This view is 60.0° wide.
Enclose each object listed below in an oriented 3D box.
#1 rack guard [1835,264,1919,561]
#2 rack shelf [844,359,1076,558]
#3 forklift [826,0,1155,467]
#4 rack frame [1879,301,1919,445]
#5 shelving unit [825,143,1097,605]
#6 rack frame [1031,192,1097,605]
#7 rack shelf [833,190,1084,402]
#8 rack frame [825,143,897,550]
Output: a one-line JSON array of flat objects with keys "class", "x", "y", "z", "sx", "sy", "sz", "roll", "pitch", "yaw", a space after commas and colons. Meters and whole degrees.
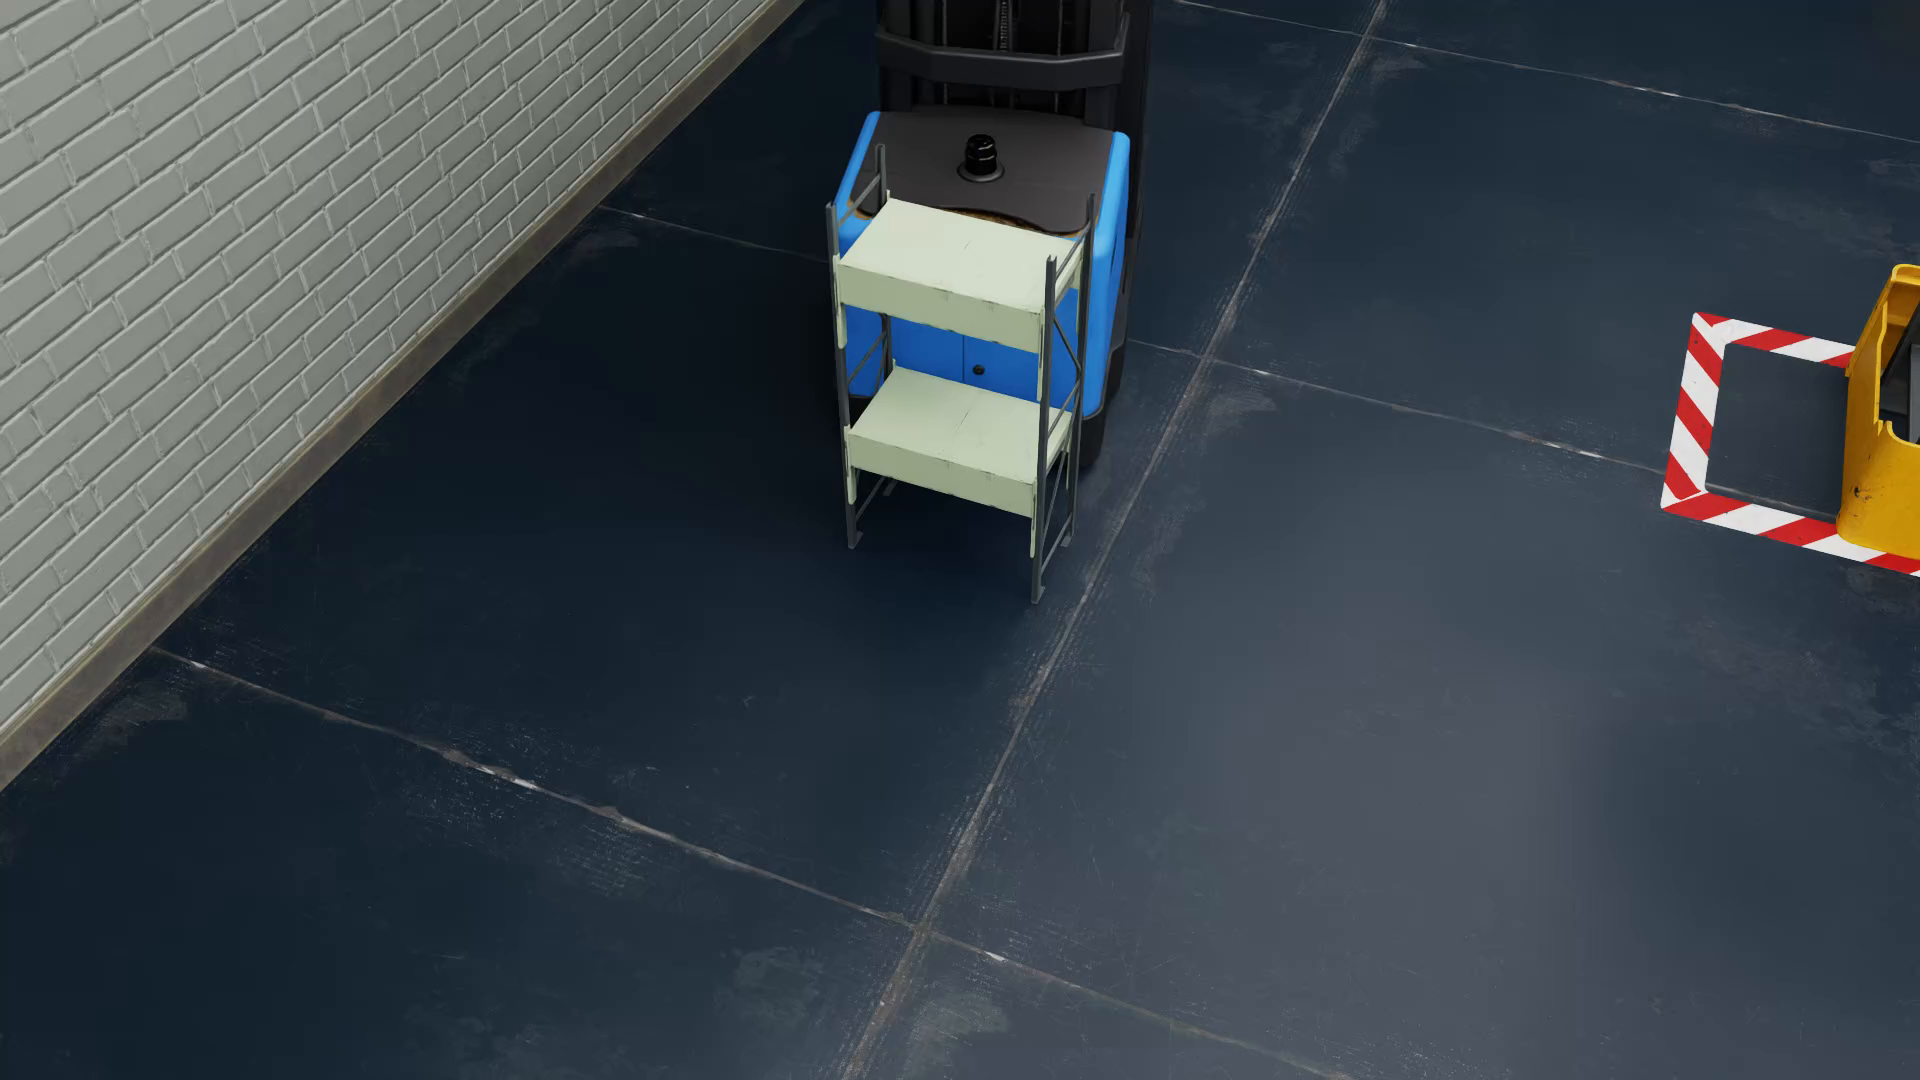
[{"class": "rack guard", "x": 3.674, "y": -0.513, "z": 6.411, "sx": 0.348, "sy": 0.500, "sz": 1.175, "roll": 16, "pitch": 47, "yaw": 16}, {"class": "rack shelf", "x": 0.006, "y": -0.299, "z": 5.949, "sx": 0.720, "sy": 0.370, "sz": 0.431, "roll": 16, "pitch": 47, "yaw": 16}, {"class": "forklift", "x": 0.255, "y": -2.371, "z": 6.555, "sx": 1.130, "sy": 2.935, "sz": 3.031, "roll": 7, "pitch": 45, "yaw": 7}, {"class": "rack frame", "x": 3.696, "y": -1.393, "z": 5.523, "sx": 0.127, "sy": 3.000, "sz": 1.000, "roll": 16, "pitch": 47, "yaw": 16}, {"class": "shelving unit", "x": 0.006, "y": -0.530, "z": 5.719, "sx": 0.755, "sy": 1.500, "sz": 0.431, "roll": 16, "pitch": 47, "yaw": 16}, {"class": "rack frame", "x": 0.344, "y": -0.430, "z": 5.619, "sx": 0.023, "sy": 1.500, "sz": 0.400, "roll": 16, "pitch": 47, "yaw": 16}, {"class": "rack shelf", "x": 0.006, "y": -0.807, "z": 5.444, "sx": 0.720, "sy": 0.370, "sz": 0.431, "roll": 16, "pitch": 47, "yaw": 16}, {"class": "rack frame", "x": -0.332, "y": -0.629, "z": 5.819, "sx": 0.023, "sy": 1.500, "sz": 0.400, "roll": 16, "pitch": 47, "yaw": 16}]
